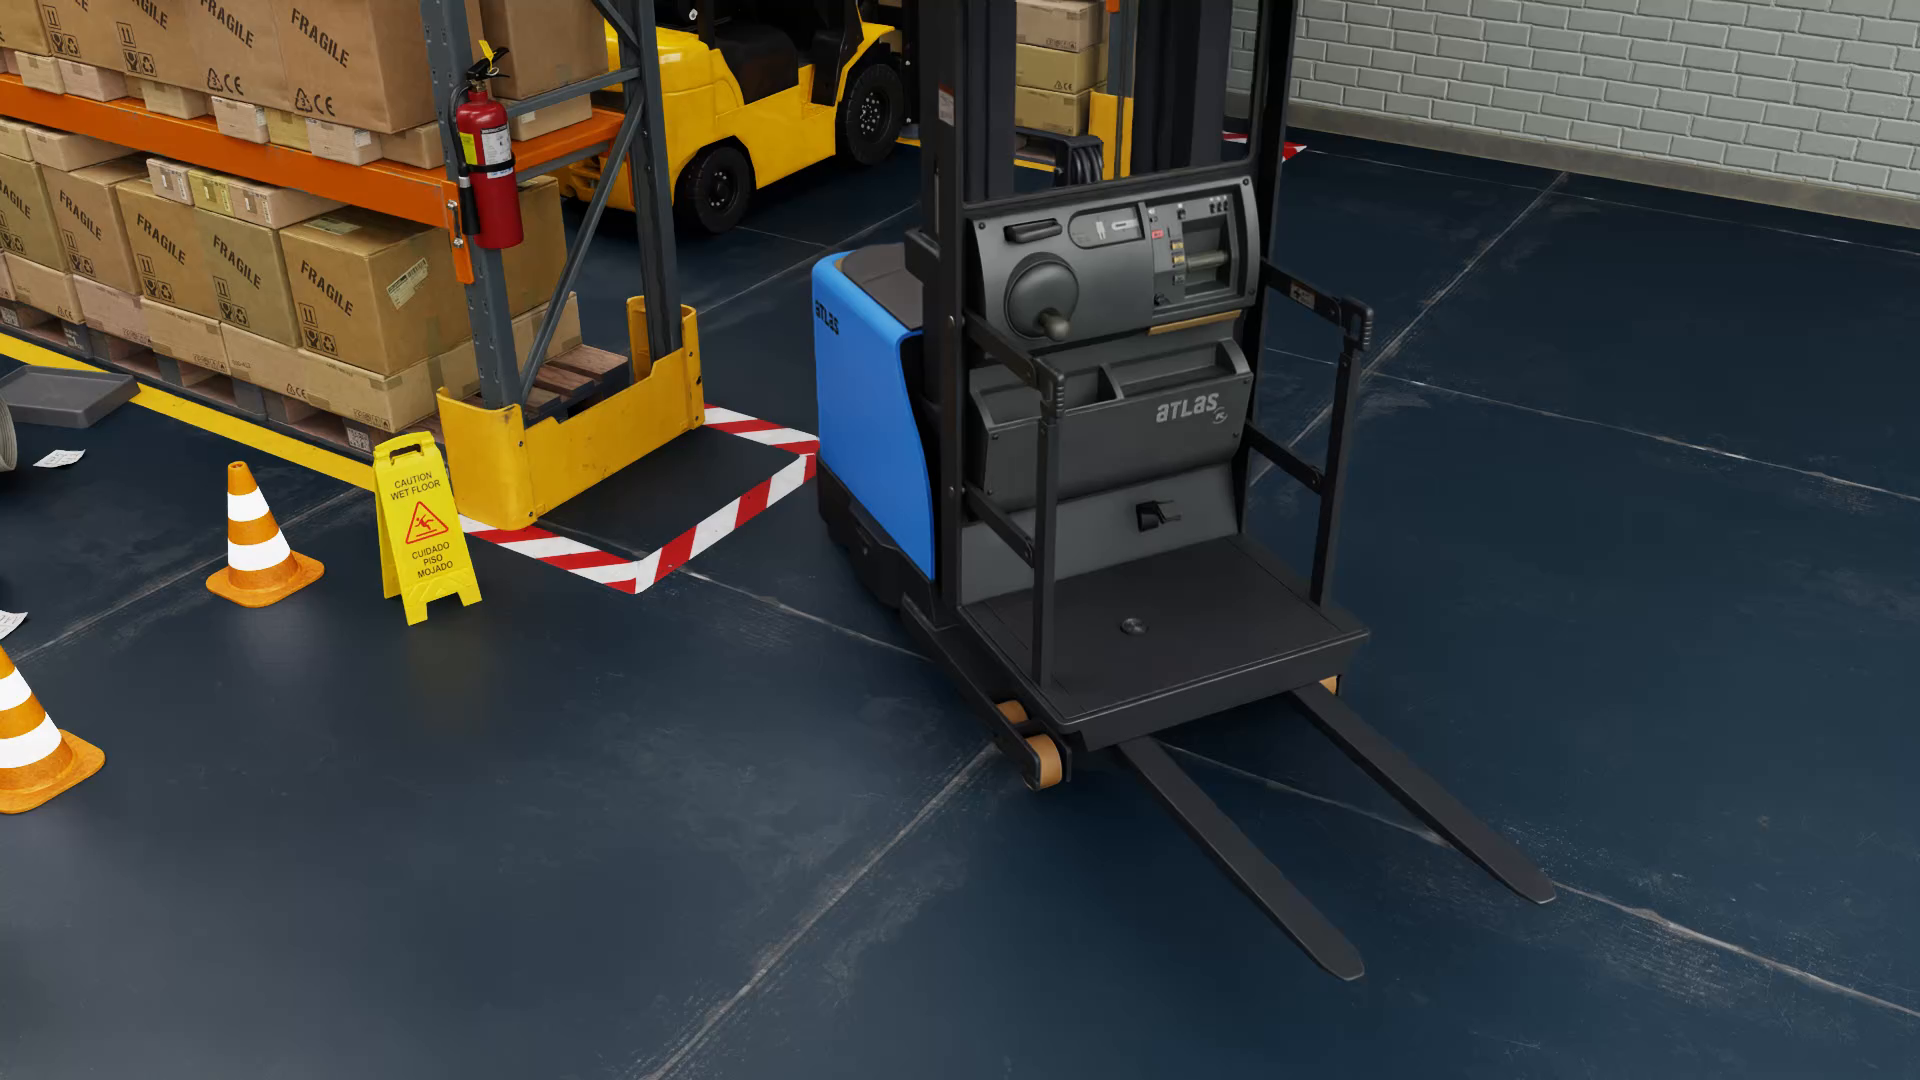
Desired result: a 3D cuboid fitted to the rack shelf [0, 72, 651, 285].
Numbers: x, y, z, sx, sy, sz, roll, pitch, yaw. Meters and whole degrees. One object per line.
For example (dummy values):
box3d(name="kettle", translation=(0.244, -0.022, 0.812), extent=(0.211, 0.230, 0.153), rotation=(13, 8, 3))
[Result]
box3d(name="rack shelf", translation=(-3.153, -1.818, 7.104), extent=(4.000, 0.370, 1.077), rotation=(18, 35, 27))

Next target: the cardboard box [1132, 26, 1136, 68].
box3d(name="cardboard box", translation=(0.889, -3.137, 10.466), extent=(0.500, 0.250, 0.500), rotation=(18, 35, 28))

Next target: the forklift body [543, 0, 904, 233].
box3d(name="forklift body", translation=(-1.399, -3.075, 9.387), extent=(1.214, 2.155, 2.313), rotation=(18, 35, 27))

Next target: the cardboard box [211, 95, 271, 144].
box3d(name="cardboard box", translation=(-2.603, -1.648, 6.347), extent=(0.250, 0.149, 0.380), rotation=(18, 35, 28))

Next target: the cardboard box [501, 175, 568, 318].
box3d(name="cardboard box", translation=(-2.016, -1.251, 6.985), extent=(0.500, 0.500, 0.500), rotation=(16, 34, 26))

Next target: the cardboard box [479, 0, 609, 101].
box3d(name="cardboard box", translation=(-1.713, -2.010, 6.324), extent=(0.500, 0.500, 0.500), rotation=(17, 34, 27))

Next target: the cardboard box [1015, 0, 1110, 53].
box3d(name="cardboard box", translation=(0.621, -3.128, 9.955), extent=(0.500, 0.250, 0.500), rotation=(19, 35, 29))

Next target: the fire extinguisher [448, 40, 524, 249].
box3d(name="fire extinguisher", translation=(-1.607, -1.332, 5.634), extent=(0.183, 0.674, 0.296), rotation=(18, 35, 27))

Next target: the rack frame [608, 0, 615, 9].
box3d(name="rack frame", translation=(-2.211, -4.784, 11.474), extent=(0.127, 3.000, 1.000), rotation=(18, 35, 27))

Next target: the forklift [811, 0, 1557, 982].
box3d(name="forklift", translation=(0.562, -0.773, 4.666), extent=(1.130, 2.935, 3.031), rotation=(-14, 33, -22))

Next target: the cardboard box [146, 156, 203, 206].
box3d(name="cardboard box", translation=(-3.057, -1.504, 6.775), extent=(0.250, 0.149, 0.380), rotation=(19, 35, 29))

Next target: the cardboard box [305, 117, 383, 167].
box3d(name="cardboard box", translation=(-2.163, -1.514, 6.118), extent=(0.250, 0.149, 0.380), rotation=(17, 34, 27))

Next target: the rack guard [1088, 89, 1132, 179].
box3d(name="rack guard", translation=(1.197, -2.626, 10.256), extent=(0.348, 0.500, 1.175), rotation=(18, 35, 27))

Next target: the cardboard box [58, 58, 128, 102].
box3d(name="cardboard box", translation=(-3.444, -1.933, 6.835), extent=(0.250, 0.149, 0.380), rotation=(17, 34, 27))

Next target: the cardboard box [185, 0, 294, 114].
box3d(name="cardboard box", translation=(-2.487, -1.929, 6.185), extent=(0.500, 0.500, 0.500), rotation=(18, 35, 27))

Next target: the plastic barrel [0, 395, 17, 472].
box3d(name="plastic barrel", translation=(-4.013, -0.387, 6.494), extent=(0.512, 0.421, 0.421), rotation=(-9, 32, -15))

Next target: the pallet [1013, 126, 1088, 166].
box3d(name="pallet", translation=(0.507, -2.695, 10.660), extent=(1.213, 0.211, 1.003), rotation=(18, 35, 27))

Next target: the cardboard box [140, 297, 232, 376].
box3d(name="cardboard box", translation=(-3.168, -0.968, 7.245), extent=(0.500, 0.250, 0.500), rotation=(16, 34, 26))

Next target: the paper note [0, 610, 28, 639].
box3d(name="paper note", translation=(-3.318, 0.286, 5.730), extent=(0.142, 0.019, 0.148), rotation=(6, 31, 10))

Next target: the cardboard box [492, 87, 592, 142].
box3d(name="cardboard box", translation=(-1.637, -1.664, 6.375), extent=(0.250, 0.149, 0.380), rotation=(18, 35, 28))

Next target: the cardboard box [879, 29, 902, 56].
box3d(name="cardboard box", translation=(-0.269, -3.187, 10.553), extent=(0.500, 0.250, 0.500), rotation=(17, 34, 26))

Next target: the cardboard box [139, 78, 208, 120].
box3d(name="cardboard box", translation=(-3.010, -1.806, 6.619), extent=(0.250, 0.149, 0.380), rotation=(17, 34, 27))

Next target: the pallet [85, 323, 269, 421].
box3d(name="pallet", translation=(-3.222, -0.969, 7.701), extent=(1.213, 0.211, 1.003), rotation=(18, 35, 27))

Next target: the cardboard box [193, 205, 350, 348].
box3d(name="cardboard box", translation=(-2.720, -1.152, 6.816), extent=(0.500, 0.500, 0.500), rotation=(19, 35, 29))

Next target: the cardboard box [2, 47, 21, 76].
box3d(name="cardboard box", translation=(-3.835, -2.092, 7.108), extent=(0.250, 0.149, 0.380), rotation=(17, 34, 27))

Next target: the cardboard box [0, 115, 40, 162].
box3d(name="cardboard box", translation=(-3.981, -1.793, 7.271), extent=(0.250, 0.149, 0.380), rotation=(19, 35, 29))

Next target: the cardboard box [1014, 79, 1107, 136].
box3d(name="cardboard box", translation=(0.611, -2.697, 10.209), extent=(0.500, 0.250, 0.500), rotation=(18, 35, 28))

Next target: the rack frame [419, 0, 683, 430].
box3d(name="rack frame", translation=(-1.459, -1.593, 6.004), extent=(0.127, 3.000, 1.000), rotation=(18, 35, 27))

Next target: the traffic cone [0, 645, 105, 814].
box3d(name="traffic cone", translation=(-2.811, 0.503, 4.929), extent=(0.334, 0.463, 0.336), rotation=(18, 35, 27))

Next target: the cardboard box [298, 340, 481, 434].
box3d(name="cardboard box", translation=(-2.307, -0.695, 6.776), extent=(0.500, 0.250, 0.500), rotation=(17, 34, 27))

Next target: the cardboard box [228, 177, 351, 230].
box3d(name="cardboard box", translation=(-2.623, -1.364, 6.535), extent=(0.250, 0.149, 0.380), rotation=(19, 35, 29))

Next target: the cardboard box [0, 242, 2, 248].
box3d(name="cardboard box", translation=(-4.491, -1.709, 7.770), extent=(0.500, 0.500, 0.500), rotation=(19, 35, 30))

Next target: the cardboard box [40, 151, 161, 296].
box3d(name="cardboard box", translation=(-3.593, -1.431, 7.294), extent=(0.500, 0.500, 0.500), rotation=(20, 36, 30))

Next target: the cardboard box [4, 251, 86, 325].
box3d(name="cardboard box", translation=(-4.033, -1.247, 7.722), extent=(0.500, 0.250, 0.500), rotation=(20, 36, 30))

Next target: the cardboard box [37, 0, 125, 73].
box3d(name="cardboard box", translation=(-3.328, -2.208, 6.664), extent=(0.500, 0.500, 0.500), rotation=(18, 35, 28))
